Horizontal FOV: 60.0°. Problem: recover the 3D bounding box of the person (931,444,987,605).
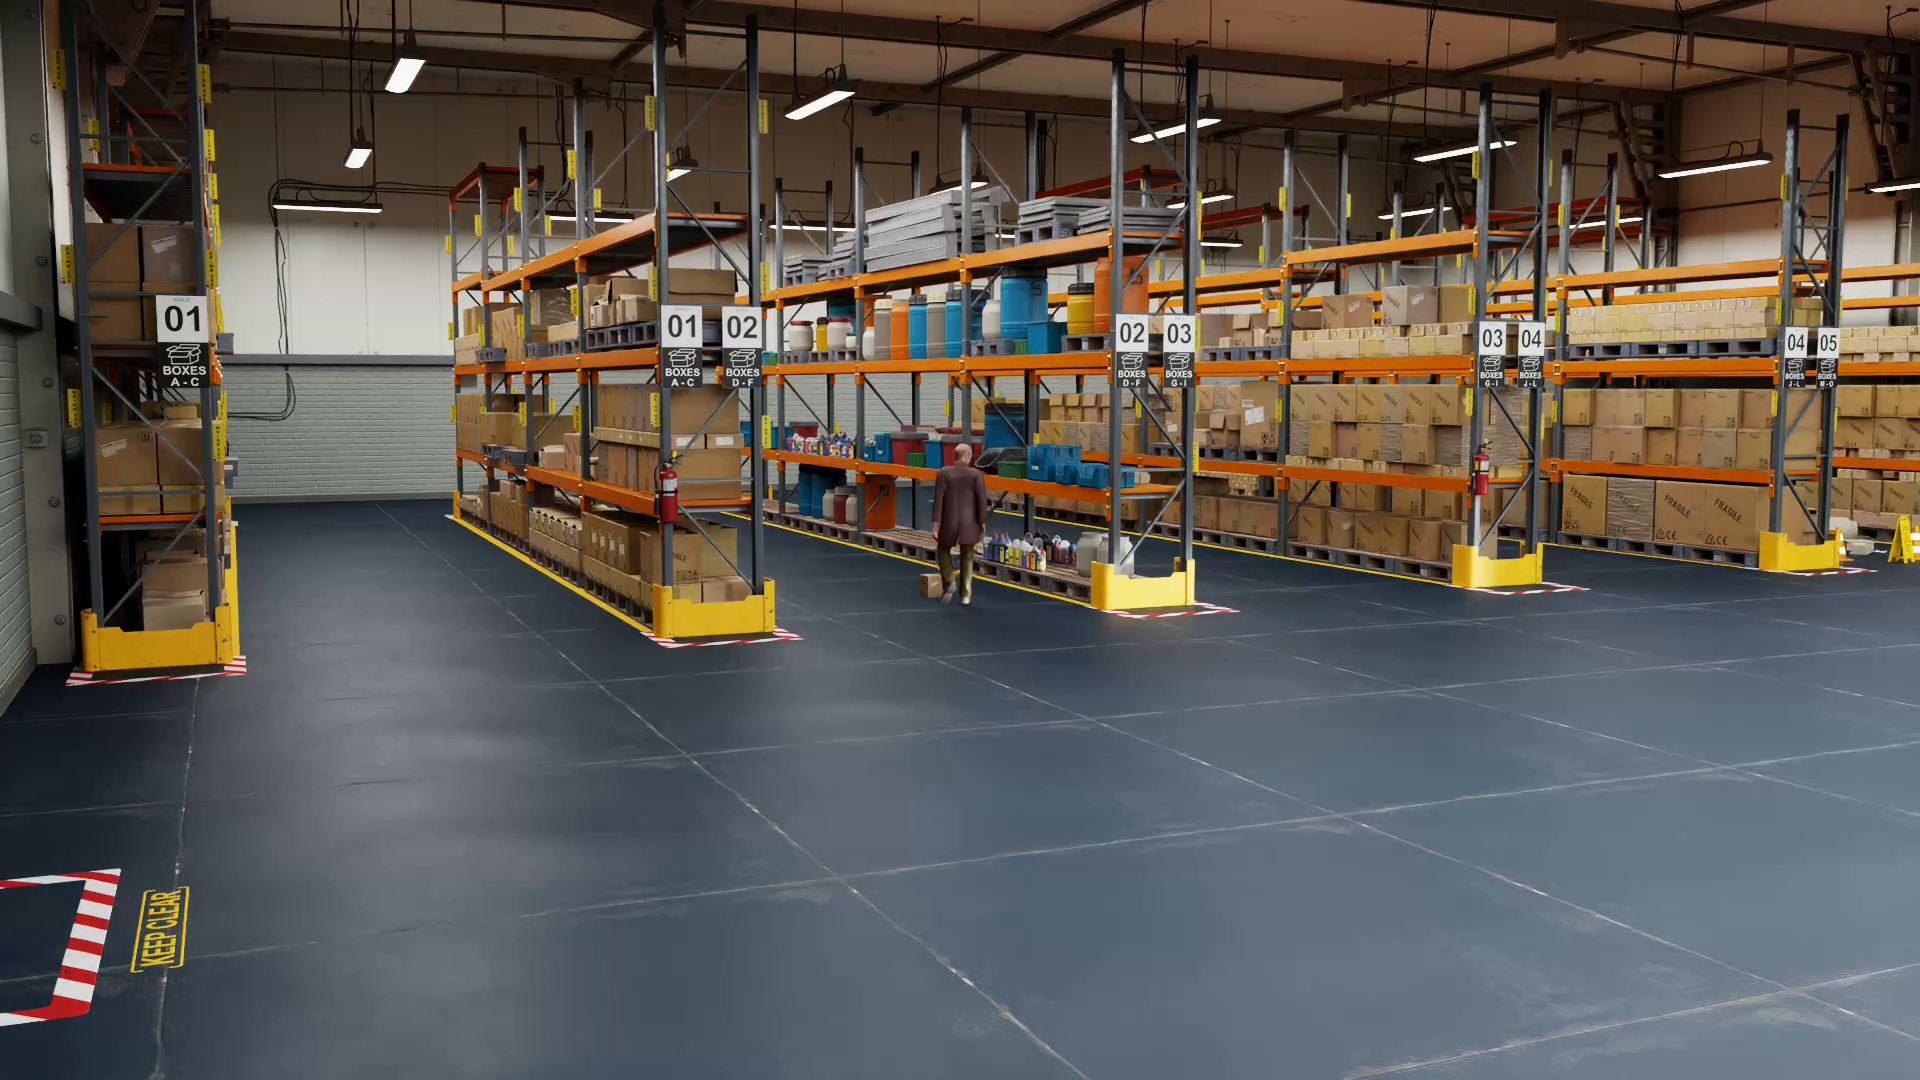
[{"bbox_3d":[-0.004,-0.170,18.415,0.617,1.794,0.456,0,5,2],"label":"person"}]
